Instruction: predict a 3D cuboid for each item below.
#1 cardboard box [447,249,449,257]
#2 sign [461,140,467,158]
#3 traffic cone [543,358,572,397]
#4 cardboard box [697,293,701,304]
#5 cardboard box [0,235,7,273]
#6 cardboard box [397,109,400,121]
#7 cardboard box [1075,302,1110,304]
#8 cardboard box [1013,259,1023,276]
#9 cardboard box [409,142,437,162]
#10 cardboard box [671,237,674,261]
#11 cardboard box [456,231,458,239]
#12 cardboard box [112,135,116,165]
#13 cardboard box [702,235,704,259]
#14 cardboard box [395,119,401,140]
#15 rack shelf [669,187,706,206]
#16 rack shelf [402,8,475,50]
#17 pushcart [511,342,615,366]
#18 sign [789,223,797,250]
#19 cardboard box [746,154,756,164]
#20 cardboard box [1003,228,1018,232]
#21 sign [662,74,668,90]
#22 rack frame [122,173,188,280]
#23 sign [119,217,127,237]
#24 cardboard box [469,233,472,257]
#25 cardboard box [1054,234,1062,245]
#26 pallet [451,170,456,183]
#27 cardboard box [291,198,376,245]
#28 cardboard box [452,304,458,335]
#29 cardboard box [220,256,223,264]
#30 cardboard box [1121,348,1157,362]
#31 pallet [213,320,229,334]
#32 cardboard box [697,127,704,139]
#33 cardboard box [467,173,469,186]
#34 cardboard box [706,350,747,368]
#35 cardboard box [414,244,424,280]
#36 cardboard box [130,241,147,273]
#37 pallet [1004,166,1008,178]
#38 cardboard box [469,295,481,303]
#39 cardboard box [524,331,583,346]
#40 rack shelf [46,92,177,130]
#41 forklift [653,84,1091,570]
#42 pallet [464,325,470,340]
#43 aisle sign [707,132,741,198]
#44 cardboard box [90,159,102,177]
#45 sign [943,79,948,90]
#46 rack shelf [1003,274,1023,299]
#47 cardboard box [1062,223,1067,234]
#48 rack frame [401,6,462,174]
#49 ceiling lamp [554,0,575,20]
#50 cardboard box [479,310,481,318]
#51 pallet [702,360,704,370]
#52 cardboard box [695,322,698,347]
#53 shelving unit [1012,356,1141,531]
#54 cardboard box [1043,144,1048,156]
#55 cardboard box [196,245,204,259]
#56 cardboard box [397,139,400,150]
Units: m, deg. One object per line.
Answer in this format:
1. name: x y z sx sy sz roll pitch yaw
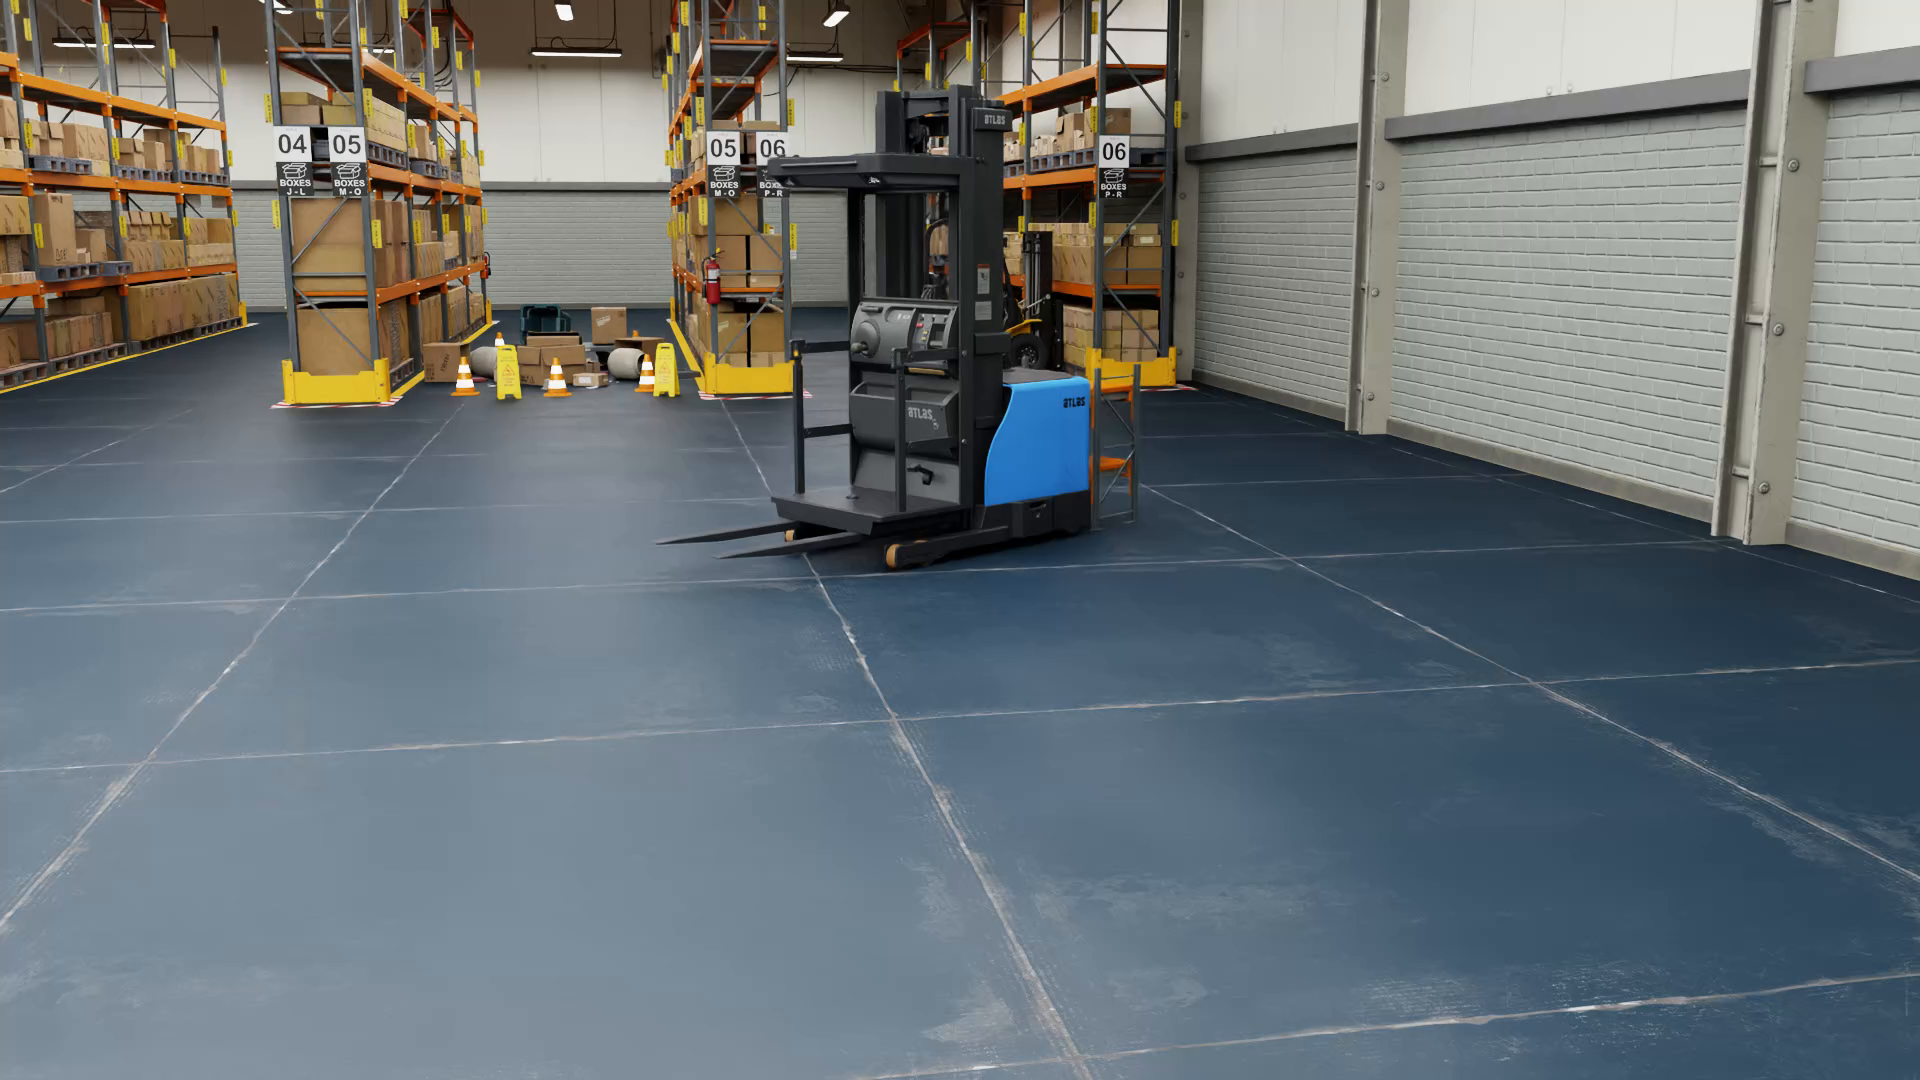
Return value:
1. cardboard box: -9.160 -5.024 29.120 0.380 0.149 0.250 -2 11 -10
2. sign: -9.246 -7.284 30.987 0.100 0.325 0.005 -2 11 -11
3. traffic cone: -4.991 -2.023 20.588 0.336 0.463 0.334 -2 11 -11
4. cardboard box: -3.582 -3.473 23.912 0.380 0.149 0.250 -2 11 -10
5. cardboard box: -13.029 -3.731 21.713 0.875 0.500 0.500 -2 11 -11
6. cardboard box: -7.752 -5.725 22.377 0.380 0.149 0.250 -2 11 -11
7. cardboard box: 1.954 -3.333 24.241 0.500 0.250 0.500 -2 11 -11
8. cardboard box: 1.116 -4.264 25.979 0.500 0.250 0.500 -2 11 -10
9. cardboard box: -8.514 -6.113 26.118 0.500 0.311 0.500 -2 11 -11
10. cardboard box: -5.920 -6.225 35.614 0.500 0.500 0.500 -2 11 -11
11. cardboard box: -9.520 -5.651 30.822 0.380 0.149 0.250 -2 11 -8
12. cardboard box: -14.086 -6.287 26.783 0.797 0.503 0.637 -1 11 -8
13. cardboard box: -3.088 -3.717 21.639 0.500 0.500 0.500 -2 11 -11
14. cardboard box: -7.788 -5.503 22.279 0.500 0.250 0.500 -2 11 -11
15. rack shelf: -5.343 -7.028 34.000 1.077 0.370 4.000 -2 11 -11
16. rack shelf: -10.178 -9.936 32.366 1.077 0.370 4.000 -2 11 -11
17. pushcart: -5.624 -2.693 24.339 1.648 0.377 0.936 -6 13 -31
18. sign: -2.088 -3.785 20.746 0.100 0.325 0.005 -2 11 -11
19. cardboard box: -2.505 -4.808 21.084 0.380 0.149 0.250 -2 11 -13
20. cardboard box: 0.746 -5.344 29.861 0.500 0.500 0.500 -2 11 -8
21. sign: -6.277 -9.739 35.378 0.100 0.325 0.005 -2 11 -11
22. rack frame: -14.674 -5.181 30.393 1.000 3.000 0.127 -2 11 -11
23. sign: -13.366 -4.998 26.550 0.100 0.325 0.005 -2 11 -11
24. cardboard box: -9.742 -5.728 32.207 0.500 0.500 0.500 -2 11 -11
25. cardboard box: 1.556 -4.270 23.608 0.380 0.149 0.250 -2 11 -12
26. pallet: -9.569 -6.417 29.366 1.213 0.211 1.003 -2 11 -11
27. cardboard box: -7.490 -3.815 19.930 0.875 0.550 0.550 -2 11 -11
28. cardboard box: -9.000 -3.818 28.797 0.500 0.500 0.500 -2 11 -10
29. cardboard box: -14.860 -5.550 33.007 0.380 0.149 0.250 -2 11 -12
30. cardboard box: 2.345 -2.474 22.403 0.500 0.250 0.500 -2 11 -11
31. pallet: -14.986 -4.177 32.579 1.003 0.211 1.213 -2 11 -11
32. cardboard box: -3.306 -5.413 22.132 0.380 0.149 0.250 -2 11 -10
33. cardboard box: -9.727 -6.928 31.954 0.500 0.250 0.500 -2 11 -12
34. cardboard box: -3.046 -2.339 21.691 0.500 0.250 0.500 -2 11 -11
35. cardboard box: -8.072 -4.031 24.083 0.500 0.500 0.500 -2 11 -10
36. cardboard box: -13.827 -4.690 27.546 0.500 0.500 0.500 -2 11 -13
37. pallet: 1.133 -6.043 27.407 1.003 0.211 1.213 -2 11 -8
38. cardboard box: -9.953 -4.898 33.819 0.380 0.149 0.250 -2 11 -9
39. cardboard box: -5.635 -2.582 23.052 0.797 0.637 0.503 -2 11 -11
40. rack shelf: -14.285 -7.211 28.009 1.077 0.370 4.000 -2 11 -11
41. forklift: -0.515 -1.361 10.508 3.031 2.935 1.130 -10 15 -43
42. pallet: -9.637 -3.830 30.754 1.003 0.211 1.213 -2 11 -11
43. aisle sign: -2.892 -4.595 20.365 0.394 0.787 0.004 -2 11 -11
44. cardboard box: -13.454 -5.678 25.385 0.500 0.250 0.500 -2 11 -11
45. sign: -0.315 -9.956 36.516 0.100 0.325 0.005 -2 11 -11
46. rack shelf: 1.082 -4.268 27.524 1.077 0.370 4.000 -2 11 -11
47. cardboard box: 1.626 -4.324 23.093 0.380 0.149 0.250 -2 11 -10
48. rack frame: -9.789 -8.290 30.682 1.000 3.000 0.127 -2 11 -11
49. ceiling lamp: -6.934 -11.123 29.958 0.800 3.185 2.000 -2 11 -11
50. cardboard box: -9.972 -4.609 33.889 0.380 0.149 0.250 -3 11 -14
51. pallet: -3.232 -2.582 24.198 1.003 0.211 1.213 -2 11 -11
52. cardboard box: -3.645 -3.217 25.981 0.950 0.372 0.625 -1 11 -7
53. shelving unit: 0.713 -0.716 11.950 1.048 1.125 0.538 9 14 41
54. cardboard box: 1.409 -5.626 23.993 0.380 0.149 0.250 -2 11 -9
55. cardboard box: -14.601 -5.440 31.362 0.500 0.250 0.500 -2 11 -11
56. cardboard box: -7.698 -5.285 22.201 0.380 0.149 0.250 -2 11 -11
